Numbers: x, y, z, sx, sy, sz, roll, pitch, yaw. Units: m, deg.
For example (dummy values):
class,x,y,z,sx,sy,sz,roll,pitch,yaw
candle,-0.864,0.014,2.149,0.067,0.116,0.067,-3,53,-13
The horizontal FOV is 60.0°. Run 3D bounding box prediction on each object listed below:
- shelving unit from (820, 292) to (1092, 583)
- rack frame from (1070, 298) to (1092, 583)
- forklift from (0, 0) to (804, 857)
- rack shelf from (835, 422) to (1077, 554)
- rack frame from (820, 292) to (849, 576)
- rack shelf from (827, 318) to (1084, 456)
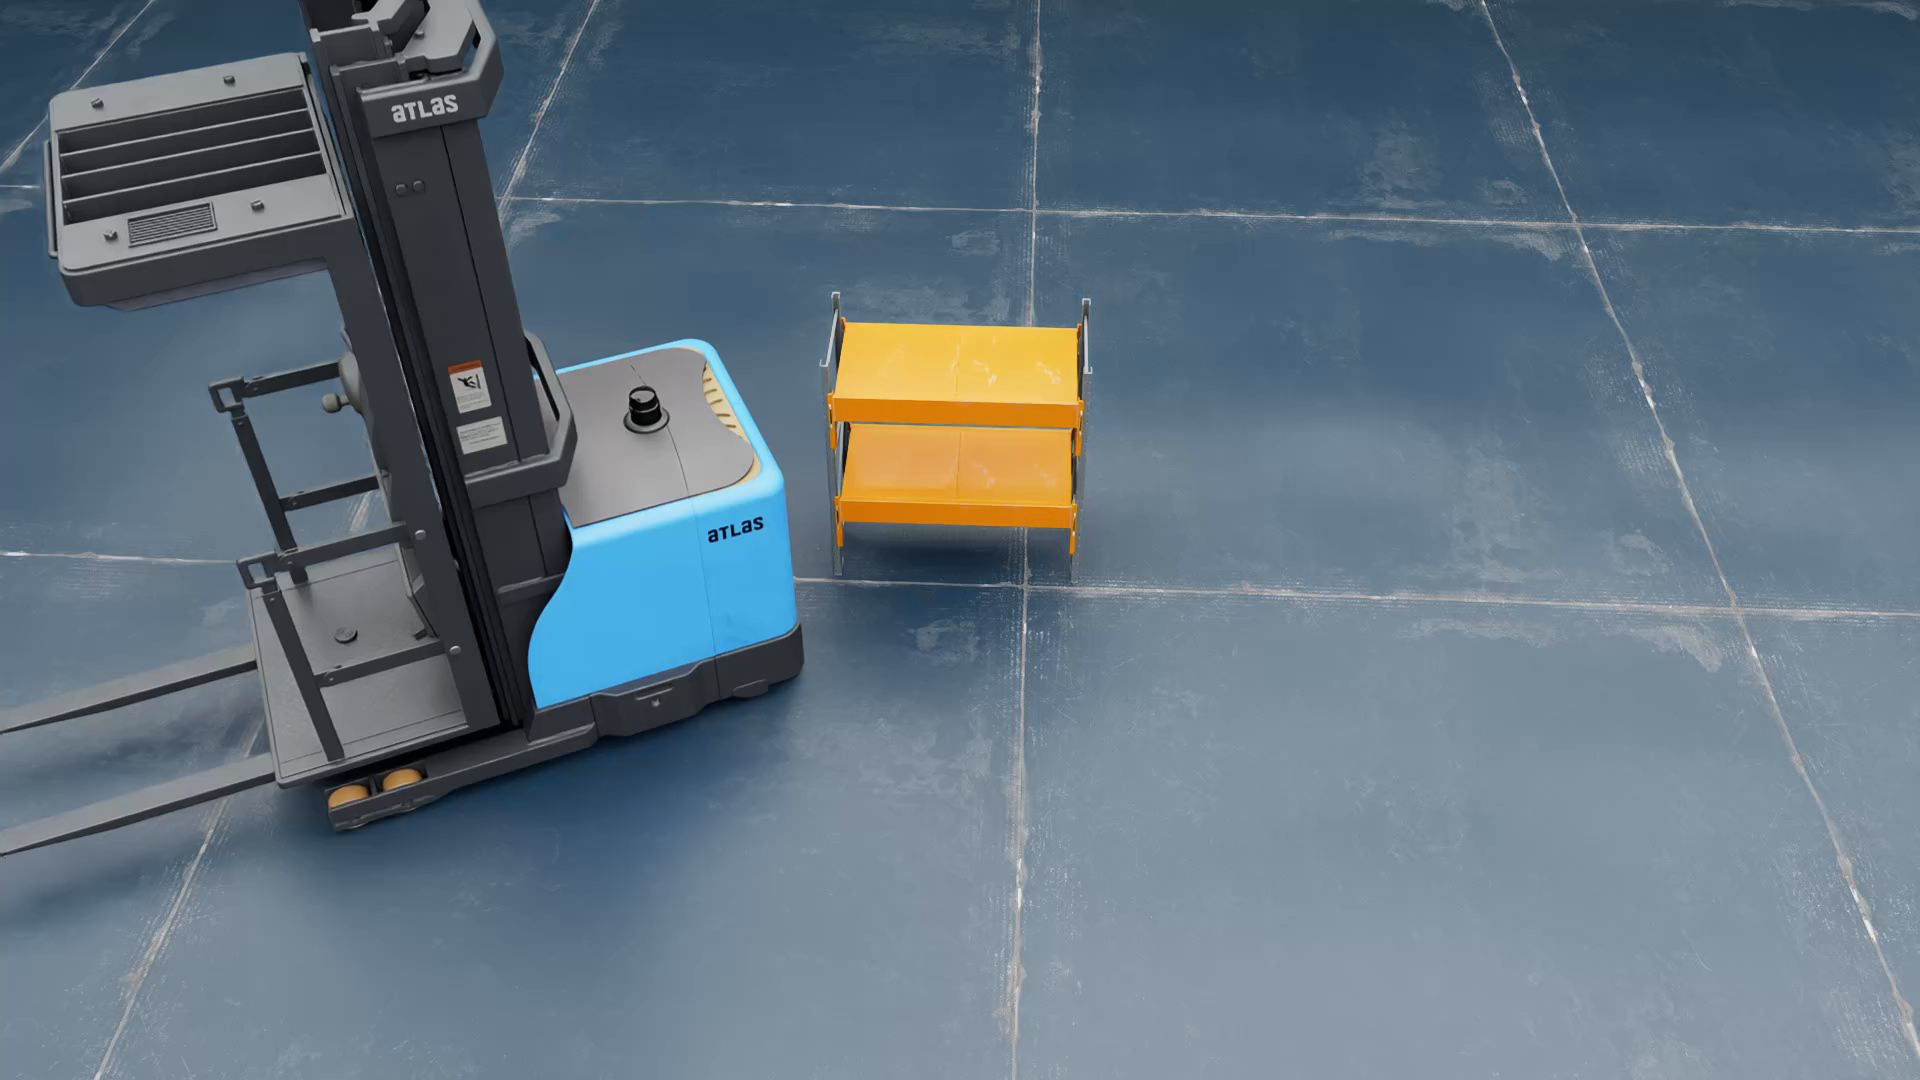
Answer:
class,x,y,z,sx,sy,sz,roll,pitch,yaw
shelving unit,-0.007,-0.412,6.952,1.048,1.125,0.538,2,43,2
rack frame,0.501,-0.396,6.935,0.032,1.125,0.500,2,43,2
forklift,-2.193,-0.412,5.628,3.031,2.935,1.130,-16,45,-17
rack shelf,-0.007,-0.233,7.119,1.000,0.278,0.538,2,43,2
rack frame,-0.515,-0.427,6.969,0.032,1.125,0.500,2,43,2
rack shelf,-0.007,-0.626,6.753,1.000,0.278,0.538,2,43,2
